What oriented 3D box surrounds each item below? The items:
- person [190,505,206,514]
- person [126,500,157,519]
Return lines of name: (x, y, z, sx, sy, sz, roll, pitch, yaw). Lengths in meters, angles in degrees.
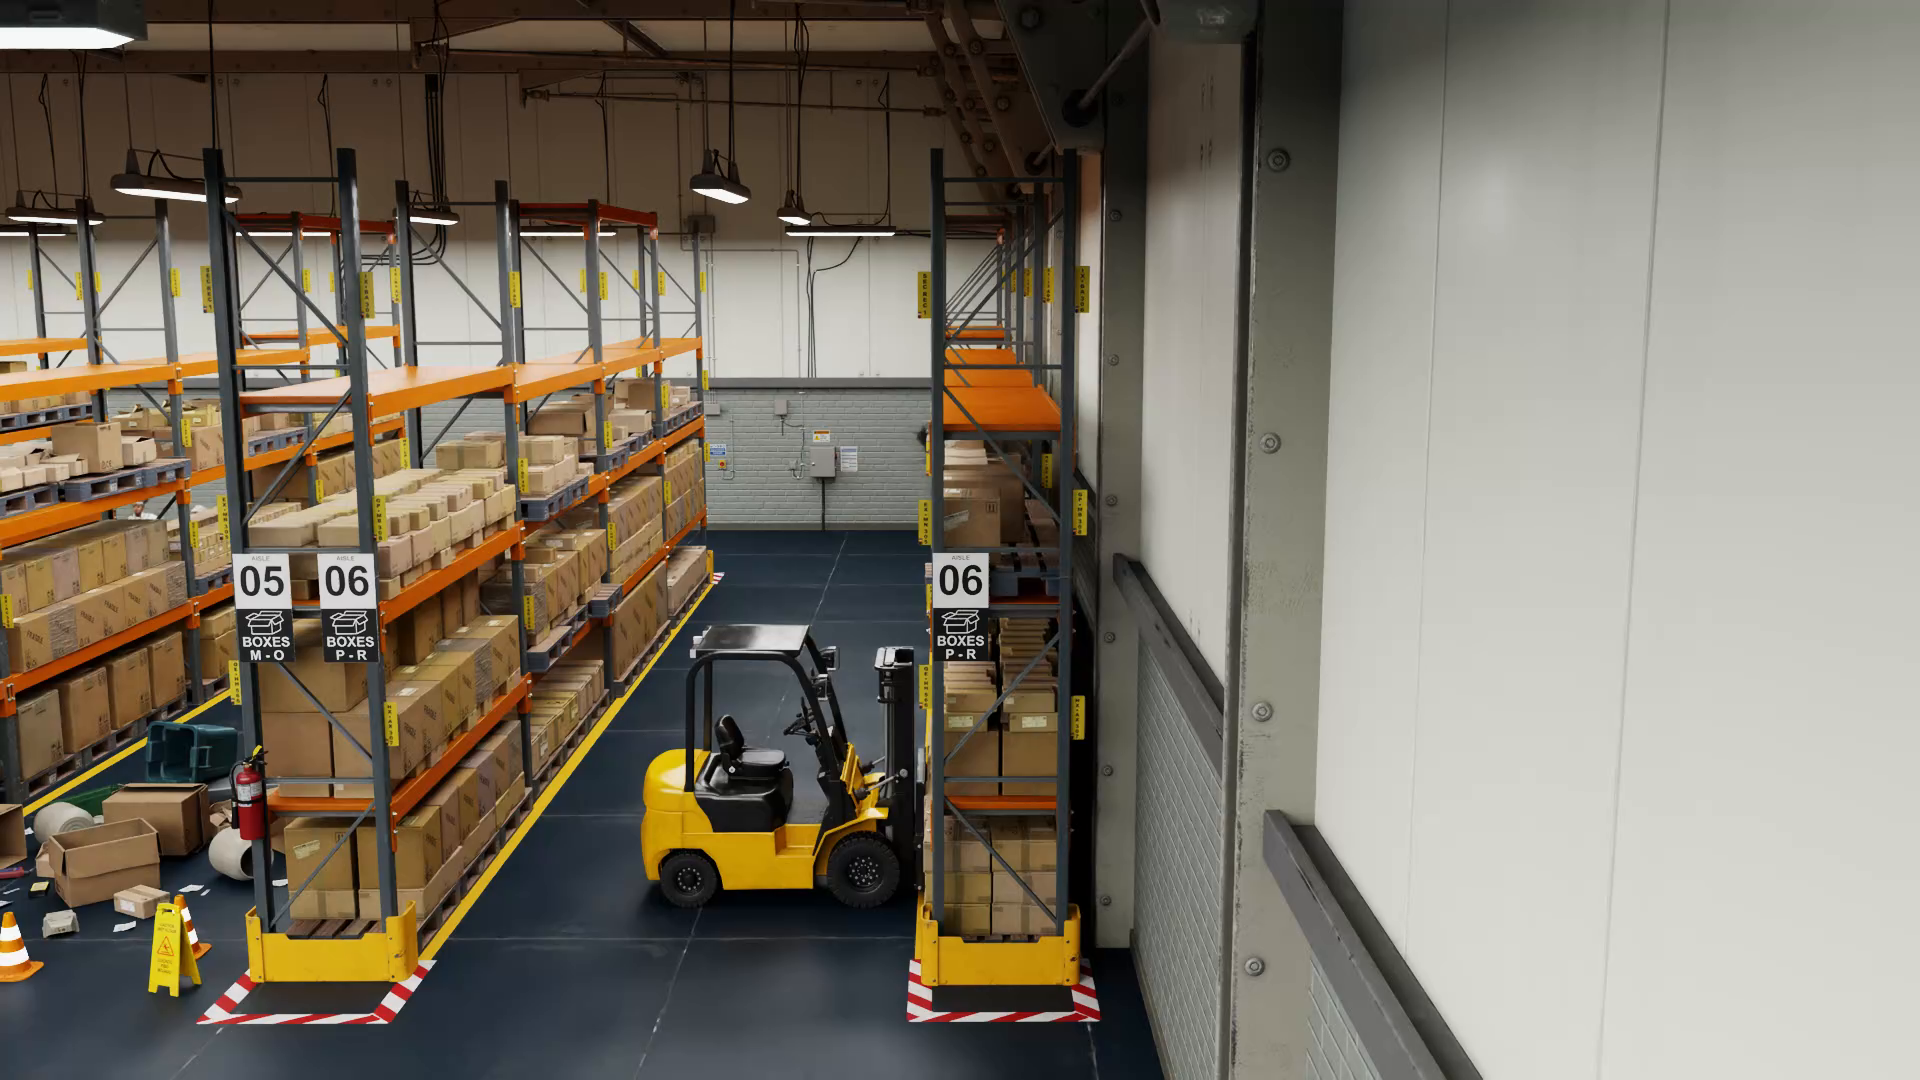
person: (-11.342, 0.337, 24.924, 0.682, 1.728, 0.599, 0, 9, 0)
person: (-12.916, 0.153, 26.294, 0.547, 1.702, 0.657, -1, 9, -4)
